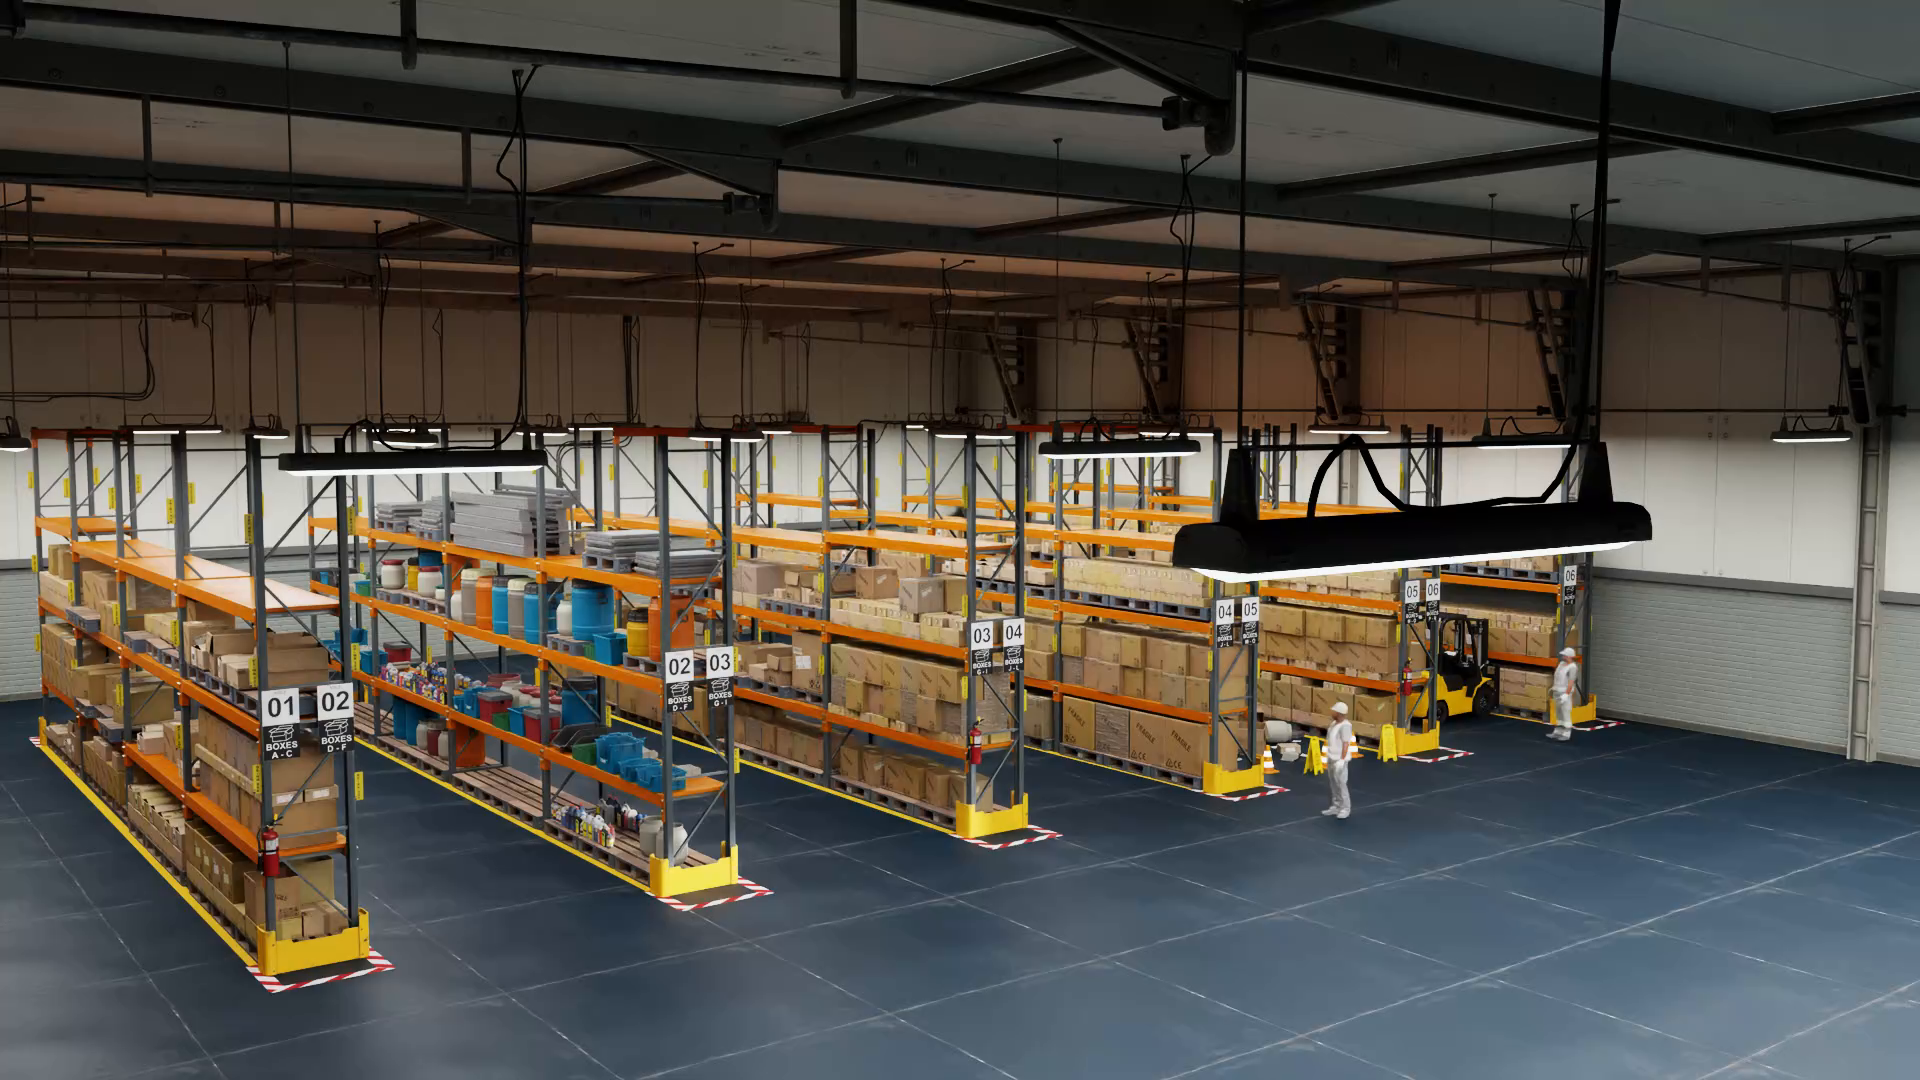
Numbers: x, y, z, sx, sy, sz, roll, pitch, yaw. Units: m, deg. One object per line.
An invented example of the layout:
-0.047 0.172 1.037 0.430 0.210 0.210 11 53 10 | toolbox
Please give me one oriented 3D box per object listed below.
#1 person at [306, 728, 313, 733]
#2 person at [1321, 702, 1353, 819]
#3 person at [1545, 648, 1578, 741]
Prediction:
-10.173 3.447 25.831 0.563 1.816 0.654 -1 5 -18 | person
5.857 3.410 25.784 0.408 1.795 0.638 -1 5 -17 | person
11.506 2.935 31.845 0.431 1.780 0.662 -1 5 -18 | person
